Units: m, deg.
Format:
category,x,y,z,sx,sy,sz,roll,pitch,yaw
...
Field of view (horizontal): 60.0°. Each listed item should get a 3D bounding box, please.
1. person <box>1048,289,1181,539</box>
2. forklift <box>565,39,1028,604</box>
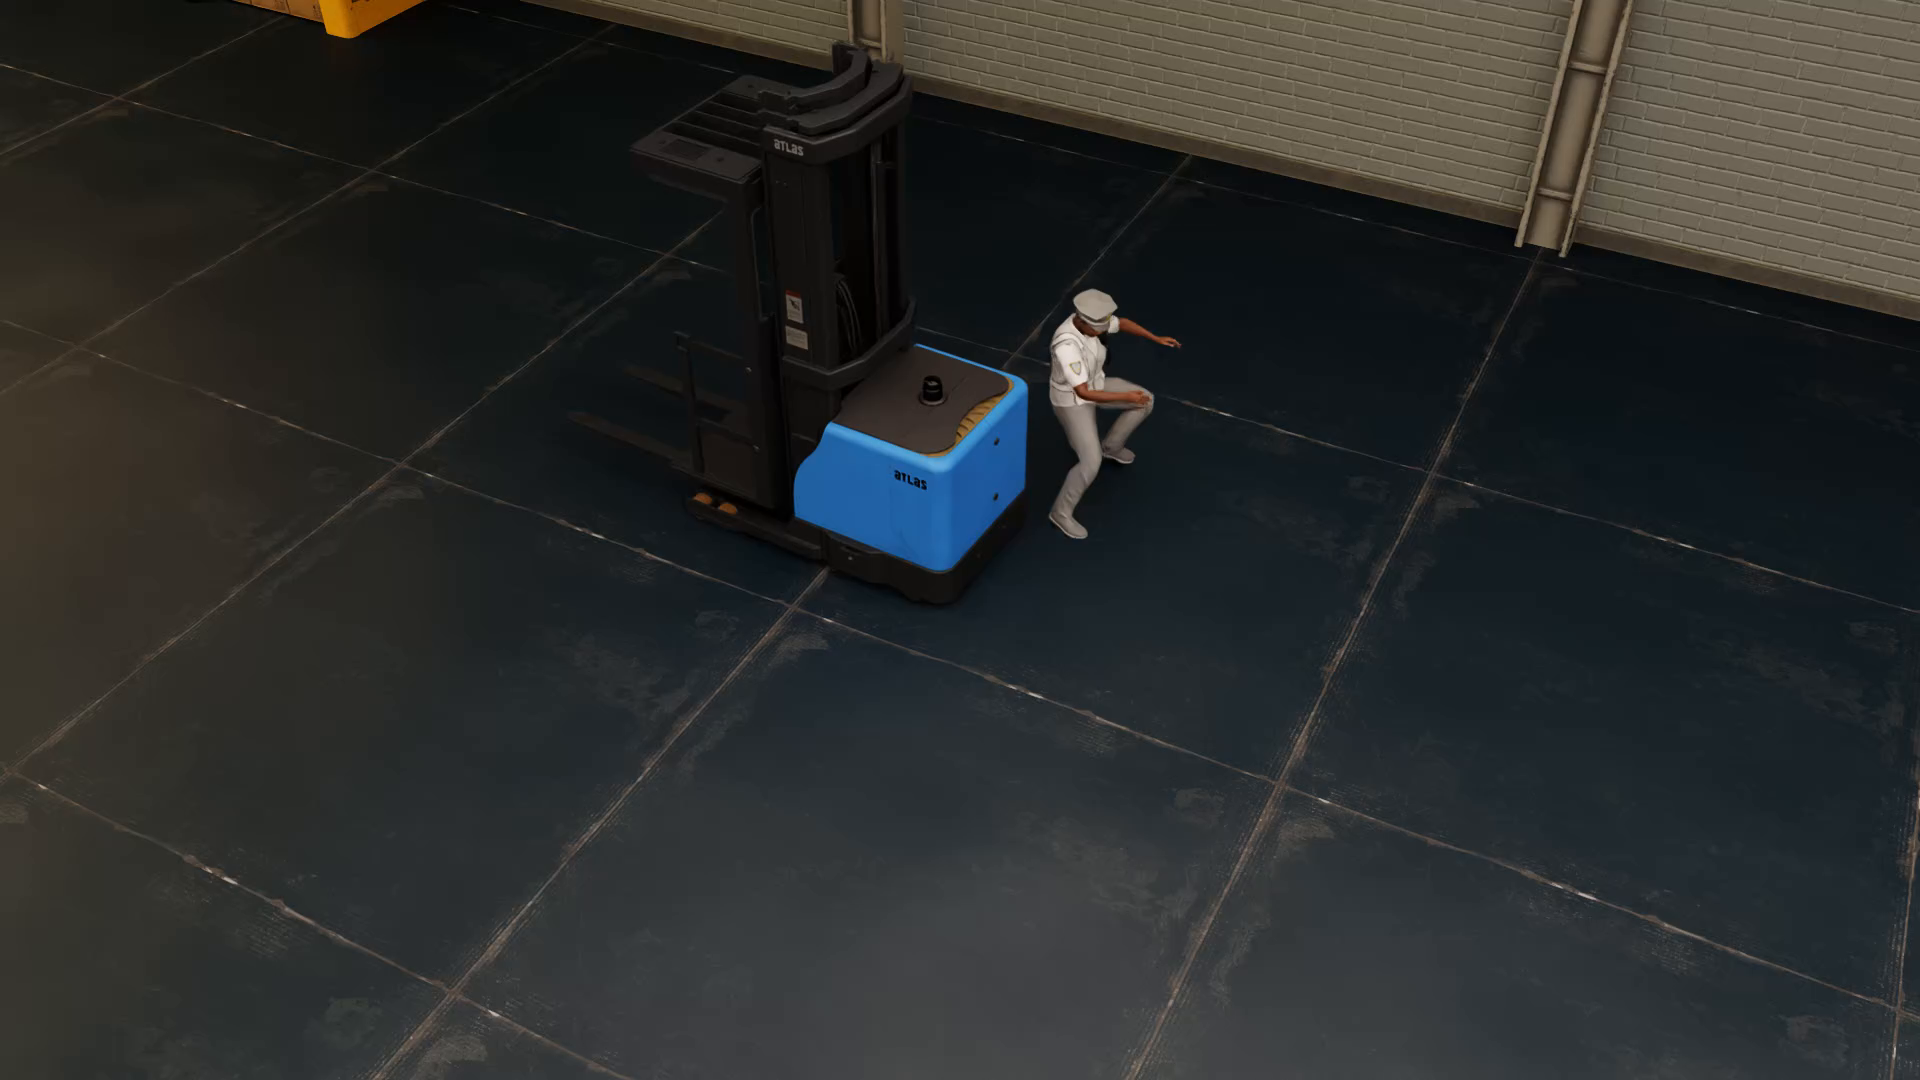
category,x,y,z,sx,sy,sz,roll,pitch,yaw
person,0.884,-0.843,10.163,0.734,1.448,0.947,25,46,27
forklift,-1.117,-1.456,9.715,3.031,2.935,1.130,21,44,23
